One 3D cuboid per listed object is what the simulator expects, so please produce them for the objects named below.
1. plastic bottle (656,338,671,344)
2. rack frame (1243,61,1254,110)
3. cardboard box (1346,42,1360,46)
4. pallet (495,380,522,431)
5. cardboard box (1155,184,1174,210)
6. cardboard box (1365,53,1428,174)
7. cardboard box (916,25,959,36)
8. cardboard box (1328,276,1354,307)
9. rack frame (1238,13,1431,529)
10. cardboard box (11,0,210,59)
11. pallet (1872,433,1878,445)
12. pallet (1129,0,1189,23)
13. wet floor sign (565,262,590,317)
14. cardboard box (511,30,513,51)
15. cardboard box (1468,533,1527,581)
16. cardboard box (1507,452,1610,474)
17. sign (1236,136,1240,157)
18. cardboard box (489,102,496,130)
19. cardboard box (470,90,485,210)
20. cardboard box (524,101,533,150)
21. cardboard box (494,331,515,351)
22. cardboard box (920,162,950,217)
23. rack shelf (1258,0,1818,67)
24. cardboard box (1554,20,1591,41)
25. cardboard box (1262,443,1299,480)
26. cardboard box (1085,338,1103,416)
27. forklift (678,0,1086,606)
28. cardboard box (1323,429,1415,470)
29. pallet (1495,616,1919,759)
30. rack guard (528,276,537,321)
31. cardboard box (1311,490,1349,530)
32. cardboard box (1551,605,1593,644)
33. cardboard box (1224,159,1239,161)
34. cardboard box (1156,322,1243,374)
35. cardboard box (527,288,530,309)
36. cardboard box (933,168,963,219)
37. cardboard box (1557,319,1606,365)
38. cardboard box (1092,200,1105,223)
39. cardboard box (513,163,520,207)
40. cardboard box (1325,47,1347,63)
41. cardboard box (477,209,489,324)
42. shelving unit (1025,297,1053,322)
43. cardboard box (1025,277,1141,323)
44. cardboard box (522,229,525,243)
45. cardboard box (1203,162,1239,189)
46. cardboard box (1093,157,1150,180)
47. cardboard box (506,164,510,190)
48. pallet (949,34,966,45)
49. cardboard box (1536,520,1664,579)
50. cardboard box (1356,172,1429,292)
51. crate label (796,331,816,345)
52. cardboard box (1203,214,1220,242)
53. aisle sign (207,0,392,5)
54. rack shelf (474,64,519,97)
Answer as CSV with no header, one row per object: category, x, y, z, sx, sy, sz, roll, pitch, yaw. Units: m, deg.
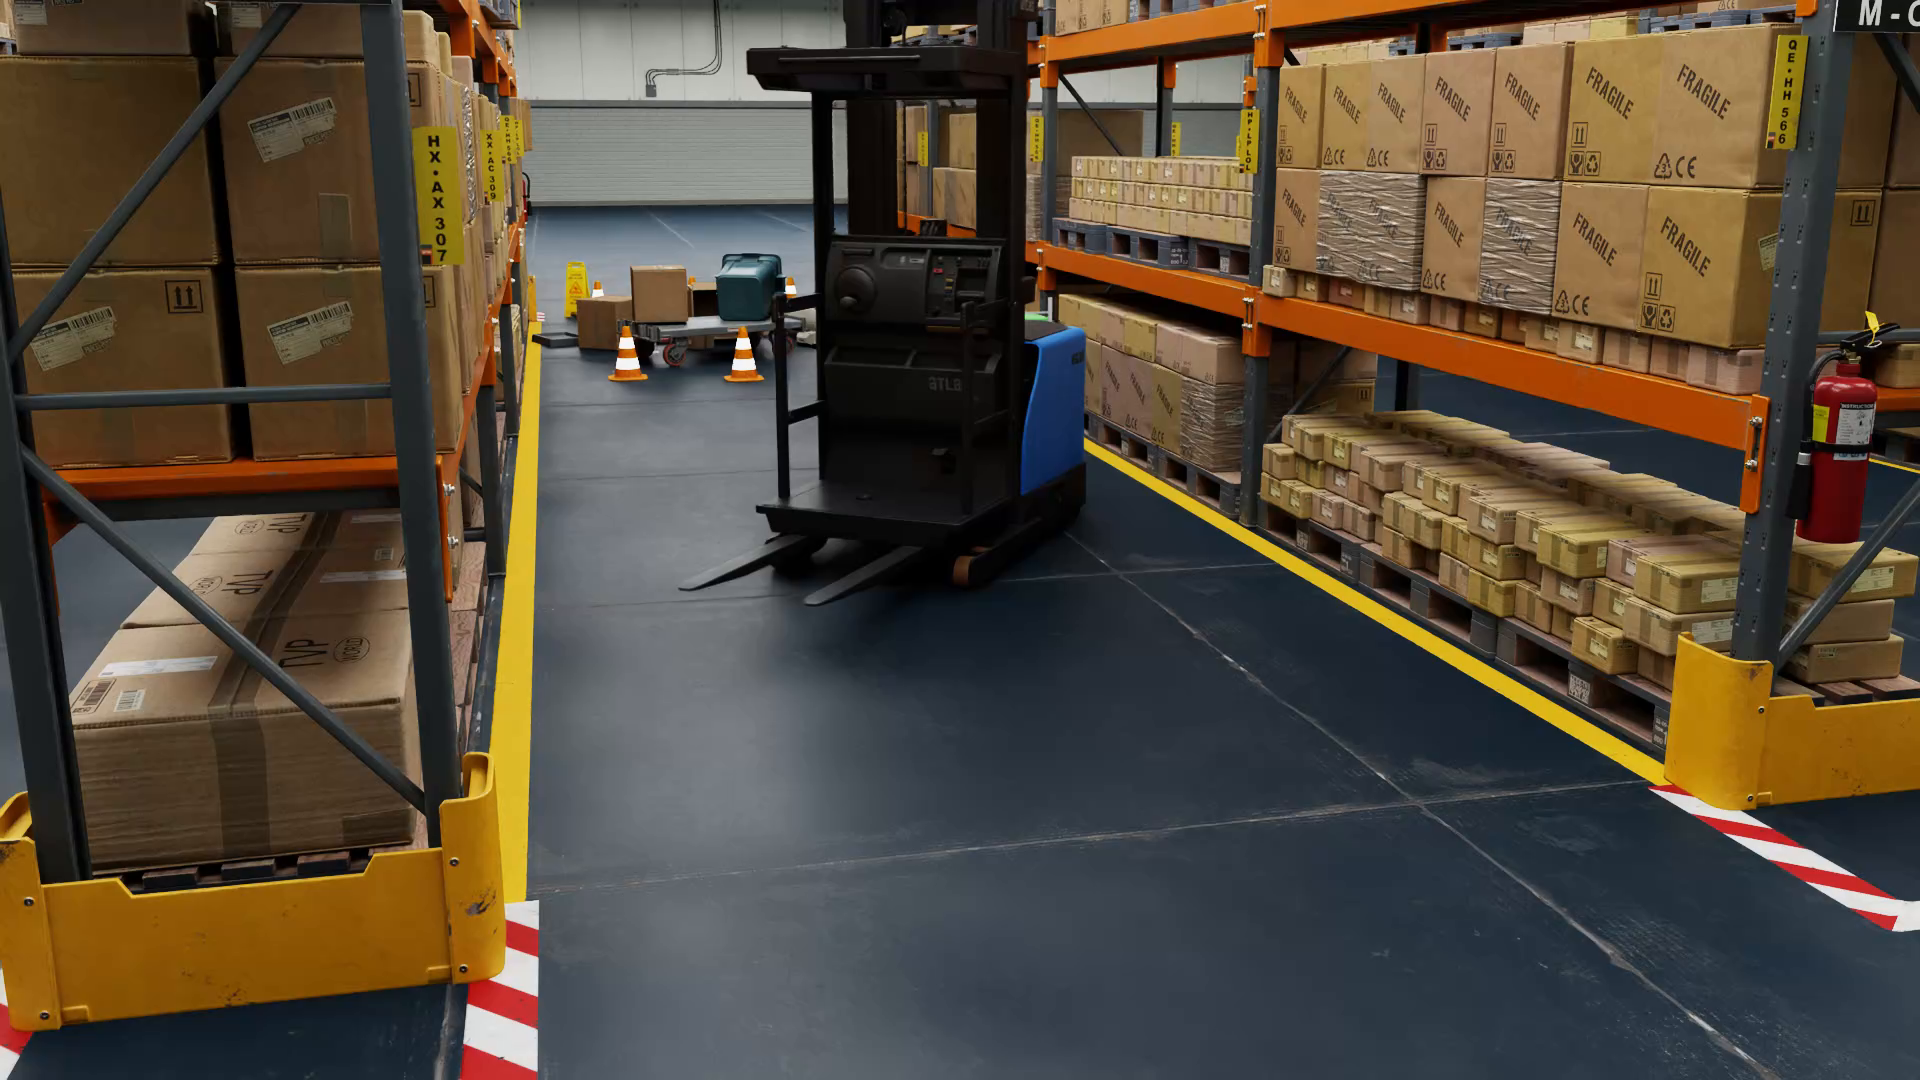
plastic bottle,-3.091,-2.080,17.312,0.133,0.061,0.283,-1,14,-3
rack frame,4.082,-4.580,21.355,1.000,3.000,0.127,-3,14,-13
cardboard box,4.458,-5.476,18.178,0.380,0.149,0.250,-4,14,-15
pallet,-3.854,-1.008,12.609,1.003,0.211,1.213,-3,14,-13
cardboard box,1.457,-2.170,10.507,0.380,0.149,0.250,-3,14,-13
cardboard box,2.150,-1.883,7.371,0.500,0.500,0.500,-3,14,-12
cardboard box,-0.220,-5.058,16.425,0.380,0.149,0.250,-3,14,-13
cardboard box,2.051,-1.239,8.208,0.380,0.149,0.250,-4,14,-16
rack frame,2.056,-1.559,8.987,1.000,3.000,0.127,-3,14,-13
cardboard box,-2.072,-1.258,4.071,0.380,0.149,0.250,-3,14,-12
pallet,6.356,-0.913,12.220,1.003,0.211,1.213,-3,14,-13
pallet,1.768,-3.312,10.240,1.213,0.211,1.003,-3,14,-13
wet floor sign,-4.555,-2.988,19.797,0.267,0.644,0.232,2,14,6
cardboard box,-4.804,-5.102,16.858,0.500,0.250,0.500,-3,14,-13
cardboard box,2.336,0.056,6.873,0.380,0.149,0.250,-3,14,-12
cardboard box,2.770,-0.303,7.714,0.380,0.149,0.250,-4,14,-15
sign,3.555,-4.971,21.128,0.100,0.325,0.005,-3,14,-13
cardboard box,-3.057,-2.379,10.028,0.500,0.500,0.500,-3,14,-13
cardboard box,-2.353,-1.700,7.250,0.500,0.500,0.500,-3,14,-14
cardboard box,-4.887,-4.372,17.558,0.700,0.500,0.500,-3,14,-14
cardboard box,-3.976,-1.411,13.033,0.950,0.372,0.625,-4,14,-14
cardboard box,0.078,-3.562,16.869,0.875,0.550,0.550,-3,14,-13
rack shelf,2.525,-2.205,6.828,1.077,0.370,4.000,-3,14,-13
cardboard box,5.481,-4.329,14.321,0.500,0.250,0.500,-3,14,-13
cardboard box,1.830,-0.421,8.825,0.380,0.149,0.250,-3,14,-11
cardboard box,1.156,-1.178,11.811,0.500,0.500,0.500,-3,14,-13
forklift,-0.318,-1.300,8.071,1.130,2.935,3.031,6,15,22
cardboard box,2.049,-0.454,8.332,0.380,0.149,0.250,-3,14,-14
pallet,2.821,0.512,6.388,1.003,0.211,1.213,-3,14,-13
rack guard,-5.533,-2.796,19.319,1.175,0.500,0.348,-3,14,-13
cardboard box,2.000,-0.160,8.385,0.380,0.149,0.250,-3,14,-13
cardboard box,2.531,0.316,6.437,0.380,0.149,0.250,-3,14,-13
cardboard box,1.978,-2.467,11.094,0.380,0.149,0.250,-3,14,-10
cardboard box,1.527,-1.190,10.279,0.500,0.250,0.500,-3,14,-11
cardboard box,-5.094,-2.719,18.646,0.500,0.250,0.500,-3,14,-13
cardboard box,0.039,-3.317,15.972,0.500,0.500,0.500,-3,14,-13
cardboard box,2.466,-0.748,6.196,0.380,0.149,0.250,-3,14,-12
cardboard box,1.152,-2.325,11.768,0.380,0.149,0.250,-3,14,-10
cardboard box,-4.444,-3.415,15.749,0.500,0.500,0.500,-3,14,-13
cardboard box,4.423,-5.371,18.586,0.500,0.250,0.500,-3,14,-14
cardboard box,-2.375,-1.215,7.371,0.500,0.500,0.500,-3,14,-13
shelving unit,0.340,-0.863,9.931,0.258,1.200,0.503,-4,14,-18
cardboard box,1.061,-1.738,13.577,1.050,0.750,0.750,-3,14,-14
cardboard box,-4.901,-3.266,17.938,0.380,0.149,0.250,-3,14,-12
cardboard box,1.649,-2.133,9.729,0.380,0.149,0.250,-4,14,-15
cardboard box,1.155,-2.617,11.708,0.380,0.149,0.250,-3,14,-13
cardboard box,-4.047,-3.175,13.879,0.500,0.500,0.500,-3,14,-11
pallet,0.440,-4.560,15.354,0.805,0.209,1.217,-4,14,-15
cardboard box,2.437,0.034,6.336,0.380,0.149,0.250,-4,14,-14
cardboard box,2.133,-1.392,7.466,0.500,0.500,0.500,-4,14,-14
crate label,-1.538,-2.079,17.147,0.250,0.136,0.298,10,17,35
cardboard box,1.652,-1.839,9.778,0.380,0.149,0.250,-3,14,-13
aisle sign,-1.494,-1.599,3.675,0.394,0.787,0.004,-3,14,-13
rack shelf,-5.081,-4.674,16.935,1.077,0.370,4.000,-3,14,-13
